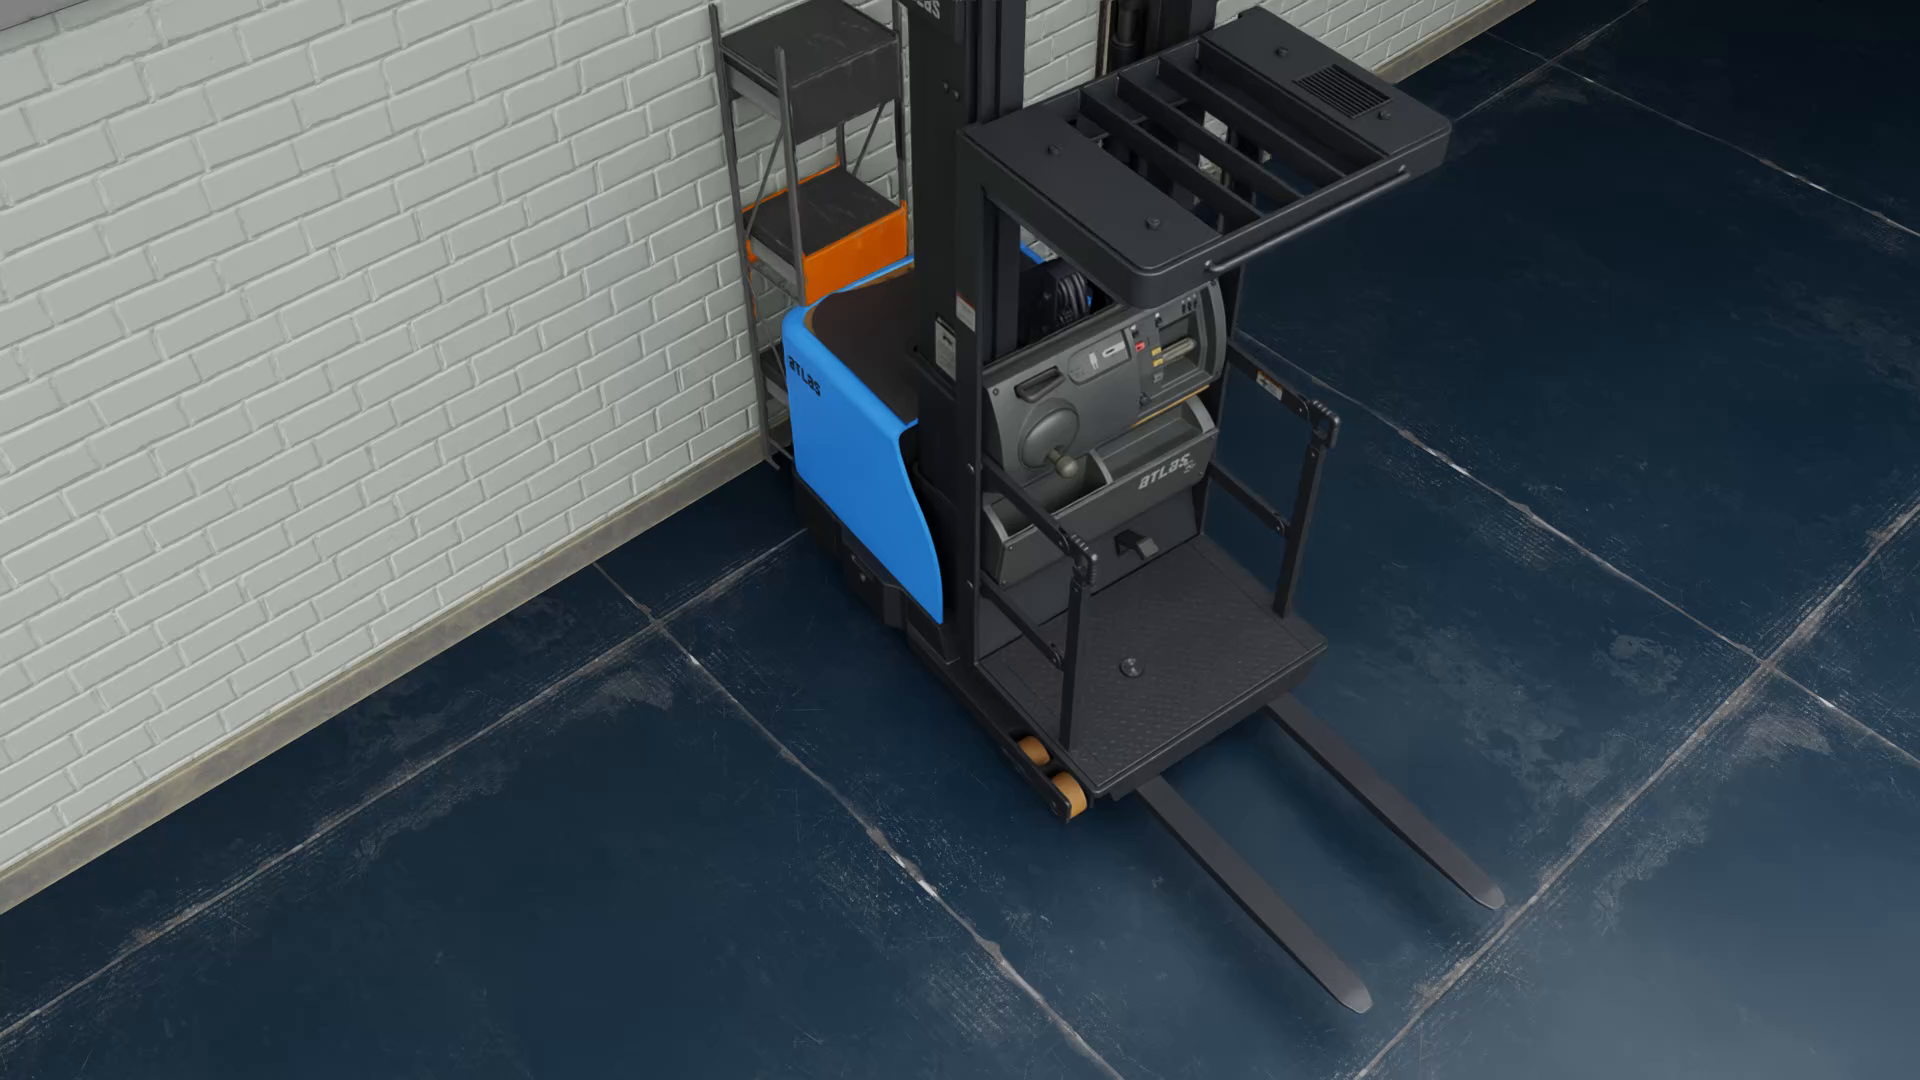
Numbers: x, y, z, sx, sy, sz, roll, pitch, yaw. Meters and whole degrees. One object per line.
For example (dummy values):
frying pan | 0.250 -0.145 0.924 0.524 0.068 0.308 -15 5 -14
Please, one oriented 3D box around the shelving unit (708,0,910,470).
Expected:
shelving unit | -0.511 -1.072 6.291 0.503 2.100 0.431 -33 55 -27

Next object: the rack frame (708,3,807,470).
rack frame | -0.695 -0.955 6.182 0.015 2.100 0.400 -33 55 -27

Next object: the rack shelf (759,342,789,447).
rack shelf | -0.509 -0.585 6.812 0.480 0.518 0.431 -33 55 -27

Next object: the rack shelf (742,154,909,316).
rack shelf | -0.511 -1.063 6.301 0.480 0.518 0.431 -33 55 -27

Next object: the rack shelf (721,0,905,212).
rack shelf | -0.514 -1.542 5.790 0.480 0.518 0.431 -33 55 -27

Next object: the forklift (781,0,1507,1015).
forklift | 0.605 -0.428 5.151 1.130 2.935 3.031 -28 53 -24

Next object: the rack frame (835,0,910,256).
rack frame | -0.328 -1.190 6.401 0.015 2.100 0.400 -33 55 -27

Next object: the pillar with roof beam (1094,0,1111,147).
pillar with roof beam | 3.723 -2.043 2.512 0.400 9.000 9.100 -34 56 -27
